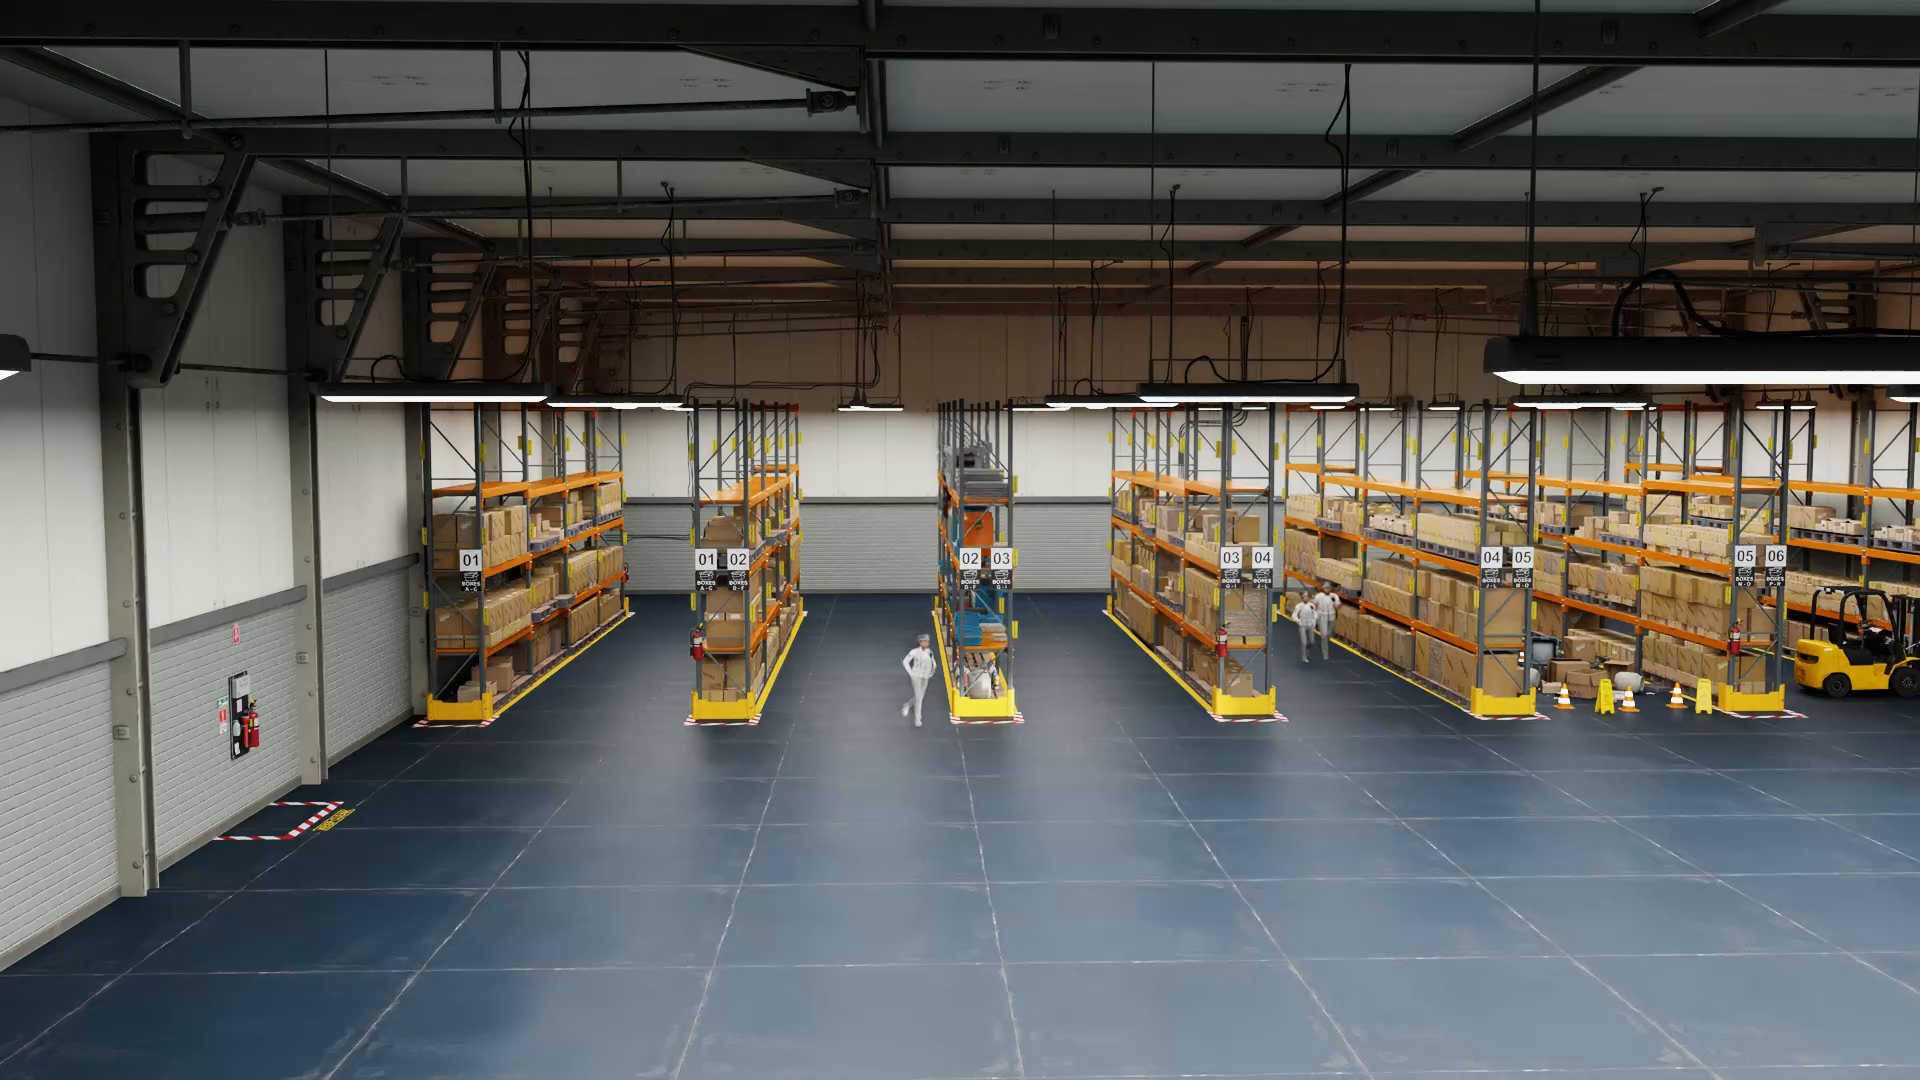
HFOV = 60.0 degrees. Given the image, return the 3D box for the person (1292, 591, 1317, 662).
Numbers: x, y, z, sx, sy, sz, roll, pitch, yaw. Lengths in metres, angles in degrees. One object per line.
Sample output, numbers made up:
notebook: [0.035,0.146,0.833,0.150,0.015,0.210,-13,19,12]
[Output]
person: [7.967,1.986,38.346,0.612,1.648,0.573,0,4,-4]

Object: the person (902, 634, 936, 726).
person: [-0.745,2.569,30.898,0.669,1.664,0.786,-3,5,-33]

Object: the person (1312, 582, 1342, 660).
person: [8.633,1.879,39.031,0.636,1.831,0.852,0,4,-1]

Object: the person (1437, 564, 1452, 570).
person: [14.333,1.134,49.319,0.723,1.729,0.784,1,4,12]
